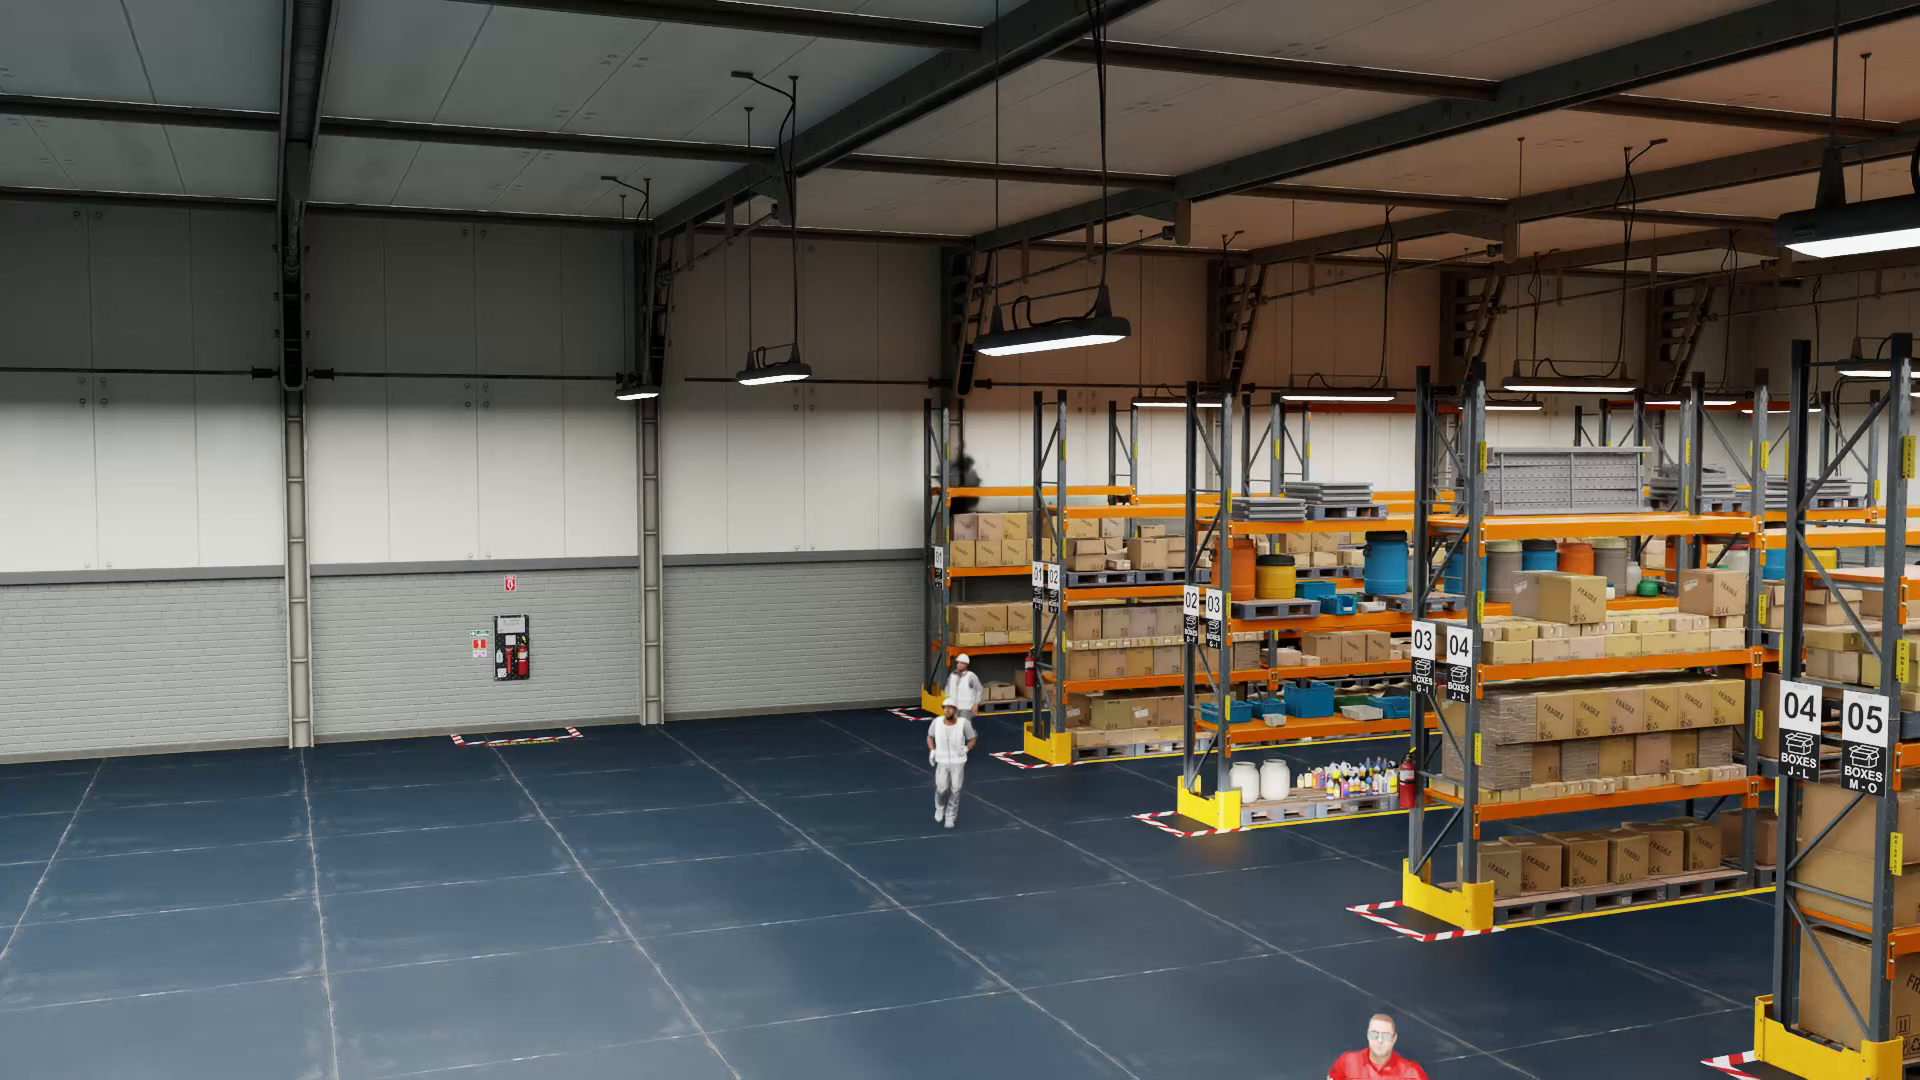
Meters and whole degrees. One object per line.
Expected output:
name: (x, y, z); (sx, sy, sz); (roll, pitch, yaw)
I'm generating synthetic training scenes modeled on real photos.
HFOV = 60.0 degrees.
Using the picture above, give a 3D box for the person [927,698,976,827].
person: (-0.124, 2.981, 22.208); (0.663, 1.745, 0.602); (0, 3, 4)

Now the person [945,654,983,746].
person: (0.055, 2.712, 27.223); (0.681, 1.712, 0.566); (2, 4, 28)

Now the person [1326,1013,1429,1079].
person: (2.524, 3.705, 10.021); (0.671, 1.695, 0.963); (1, 4, 17)
